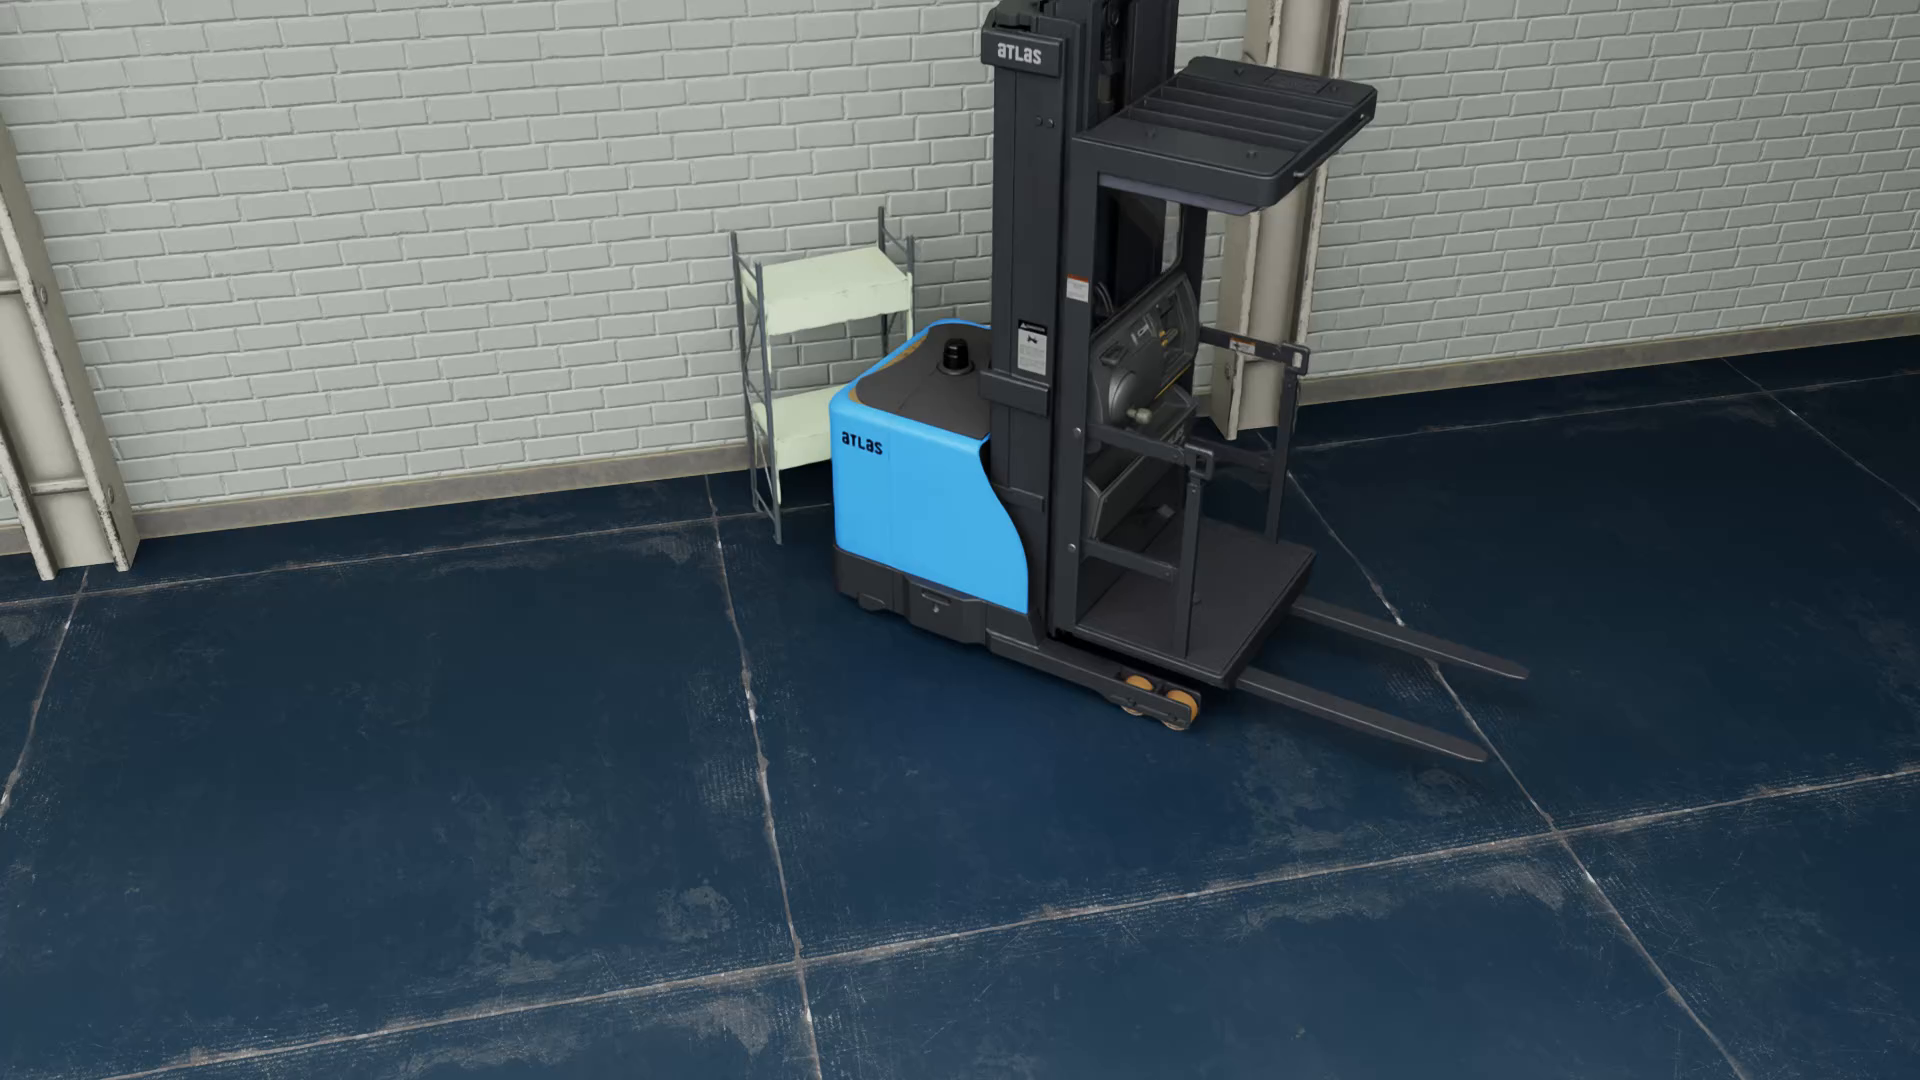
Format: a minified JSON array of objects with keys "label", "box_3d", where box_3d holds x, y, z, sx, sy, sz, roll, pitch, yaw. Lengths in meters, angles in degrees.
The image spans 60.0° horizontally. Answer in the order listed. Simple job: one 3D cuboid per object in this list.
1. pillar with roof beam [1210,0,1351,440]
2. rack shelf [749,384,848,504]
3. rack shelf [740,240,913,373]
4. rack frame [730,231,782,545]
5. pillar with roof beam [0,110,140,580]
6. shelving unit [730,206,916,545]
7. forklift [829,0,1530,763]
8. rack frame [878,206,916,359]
[{"label":"pillar with roof beam","box_3d":[2.563,-2.049,3.227,0.400,9.000,9.100,-7,35,-11]},{"label":"rack shelf","box_3d":[-0.636,-0.514,8.255,0.720,0.370,0.431,-14,36,-20]},{"label":"rack shelf","box_3d":[-0.636,-1.109,7.856,0.720,0.370,0.431,-14,36,-20]},{"label":"rack frame","box_3d":[-0.971,-0.702,7.950,0.023,1.500,0.400,-14,36,-20]},{"label":"pillar with roof beam","box_3d":[-3.289,-1.311,2.128,0.400,9.000,9.100,-7,35,-11]},{"label":"shelving unit","box_3d":[-0.636,-0.785,8.073,0.755,1.500,0.431,-14,36,-20]},{"label":"forklift","box_3d":[0.939,-0.751,6.738,3.031,2.935,1.130,19,38,25]},{"label":"rack frame","box_3d":[-0.302,-0.867,8.196,0.023,1.500,0.400,-14,36,-20]}]
